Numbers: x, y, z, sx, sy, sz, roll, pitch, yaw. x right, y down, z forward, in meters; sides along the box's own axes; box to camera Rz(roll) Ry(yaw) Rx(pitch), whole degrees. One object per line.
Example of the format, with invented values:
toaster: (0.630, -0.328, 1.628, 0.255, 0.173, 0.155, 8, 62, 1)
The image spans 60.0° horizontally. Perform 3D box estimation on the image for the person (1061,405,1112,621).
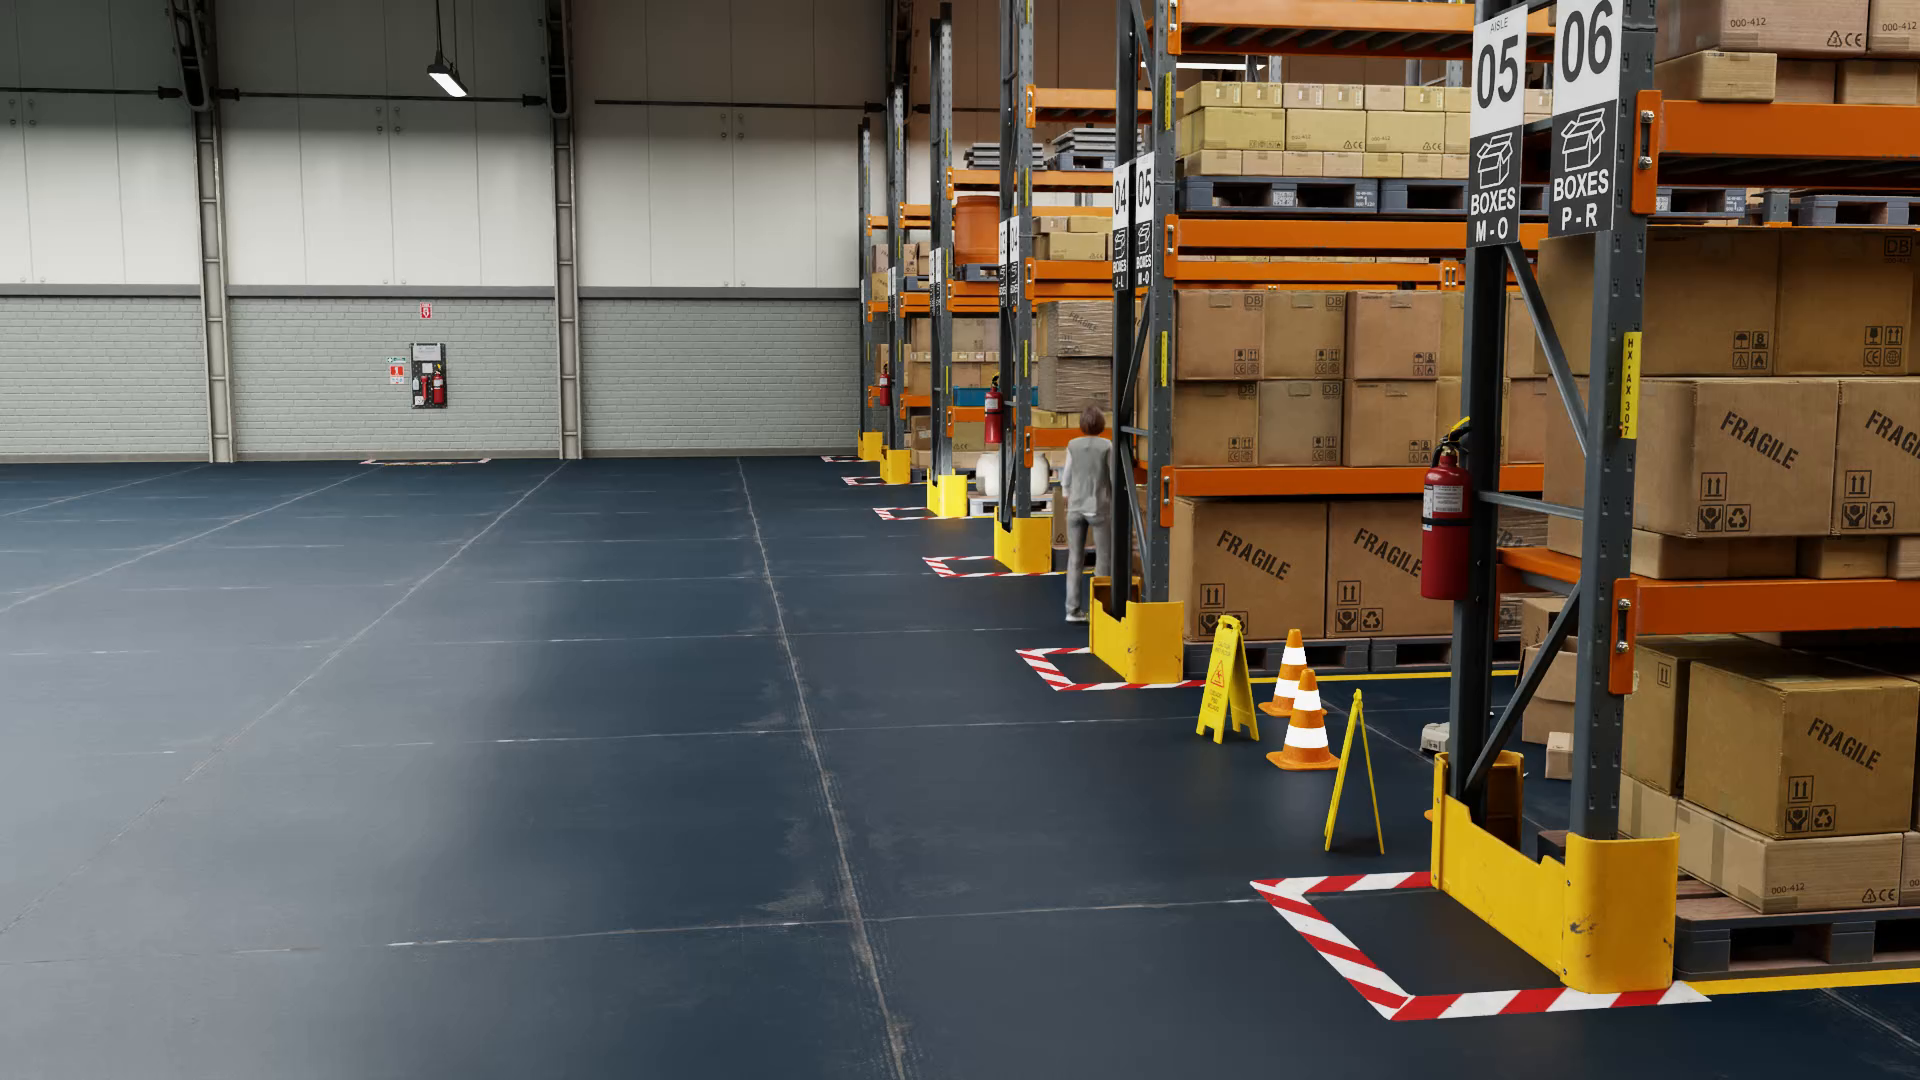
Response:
person: (0.981, -0.184, 12.167, 0.500, 1.607, 0.352, 3, 7, 24)
